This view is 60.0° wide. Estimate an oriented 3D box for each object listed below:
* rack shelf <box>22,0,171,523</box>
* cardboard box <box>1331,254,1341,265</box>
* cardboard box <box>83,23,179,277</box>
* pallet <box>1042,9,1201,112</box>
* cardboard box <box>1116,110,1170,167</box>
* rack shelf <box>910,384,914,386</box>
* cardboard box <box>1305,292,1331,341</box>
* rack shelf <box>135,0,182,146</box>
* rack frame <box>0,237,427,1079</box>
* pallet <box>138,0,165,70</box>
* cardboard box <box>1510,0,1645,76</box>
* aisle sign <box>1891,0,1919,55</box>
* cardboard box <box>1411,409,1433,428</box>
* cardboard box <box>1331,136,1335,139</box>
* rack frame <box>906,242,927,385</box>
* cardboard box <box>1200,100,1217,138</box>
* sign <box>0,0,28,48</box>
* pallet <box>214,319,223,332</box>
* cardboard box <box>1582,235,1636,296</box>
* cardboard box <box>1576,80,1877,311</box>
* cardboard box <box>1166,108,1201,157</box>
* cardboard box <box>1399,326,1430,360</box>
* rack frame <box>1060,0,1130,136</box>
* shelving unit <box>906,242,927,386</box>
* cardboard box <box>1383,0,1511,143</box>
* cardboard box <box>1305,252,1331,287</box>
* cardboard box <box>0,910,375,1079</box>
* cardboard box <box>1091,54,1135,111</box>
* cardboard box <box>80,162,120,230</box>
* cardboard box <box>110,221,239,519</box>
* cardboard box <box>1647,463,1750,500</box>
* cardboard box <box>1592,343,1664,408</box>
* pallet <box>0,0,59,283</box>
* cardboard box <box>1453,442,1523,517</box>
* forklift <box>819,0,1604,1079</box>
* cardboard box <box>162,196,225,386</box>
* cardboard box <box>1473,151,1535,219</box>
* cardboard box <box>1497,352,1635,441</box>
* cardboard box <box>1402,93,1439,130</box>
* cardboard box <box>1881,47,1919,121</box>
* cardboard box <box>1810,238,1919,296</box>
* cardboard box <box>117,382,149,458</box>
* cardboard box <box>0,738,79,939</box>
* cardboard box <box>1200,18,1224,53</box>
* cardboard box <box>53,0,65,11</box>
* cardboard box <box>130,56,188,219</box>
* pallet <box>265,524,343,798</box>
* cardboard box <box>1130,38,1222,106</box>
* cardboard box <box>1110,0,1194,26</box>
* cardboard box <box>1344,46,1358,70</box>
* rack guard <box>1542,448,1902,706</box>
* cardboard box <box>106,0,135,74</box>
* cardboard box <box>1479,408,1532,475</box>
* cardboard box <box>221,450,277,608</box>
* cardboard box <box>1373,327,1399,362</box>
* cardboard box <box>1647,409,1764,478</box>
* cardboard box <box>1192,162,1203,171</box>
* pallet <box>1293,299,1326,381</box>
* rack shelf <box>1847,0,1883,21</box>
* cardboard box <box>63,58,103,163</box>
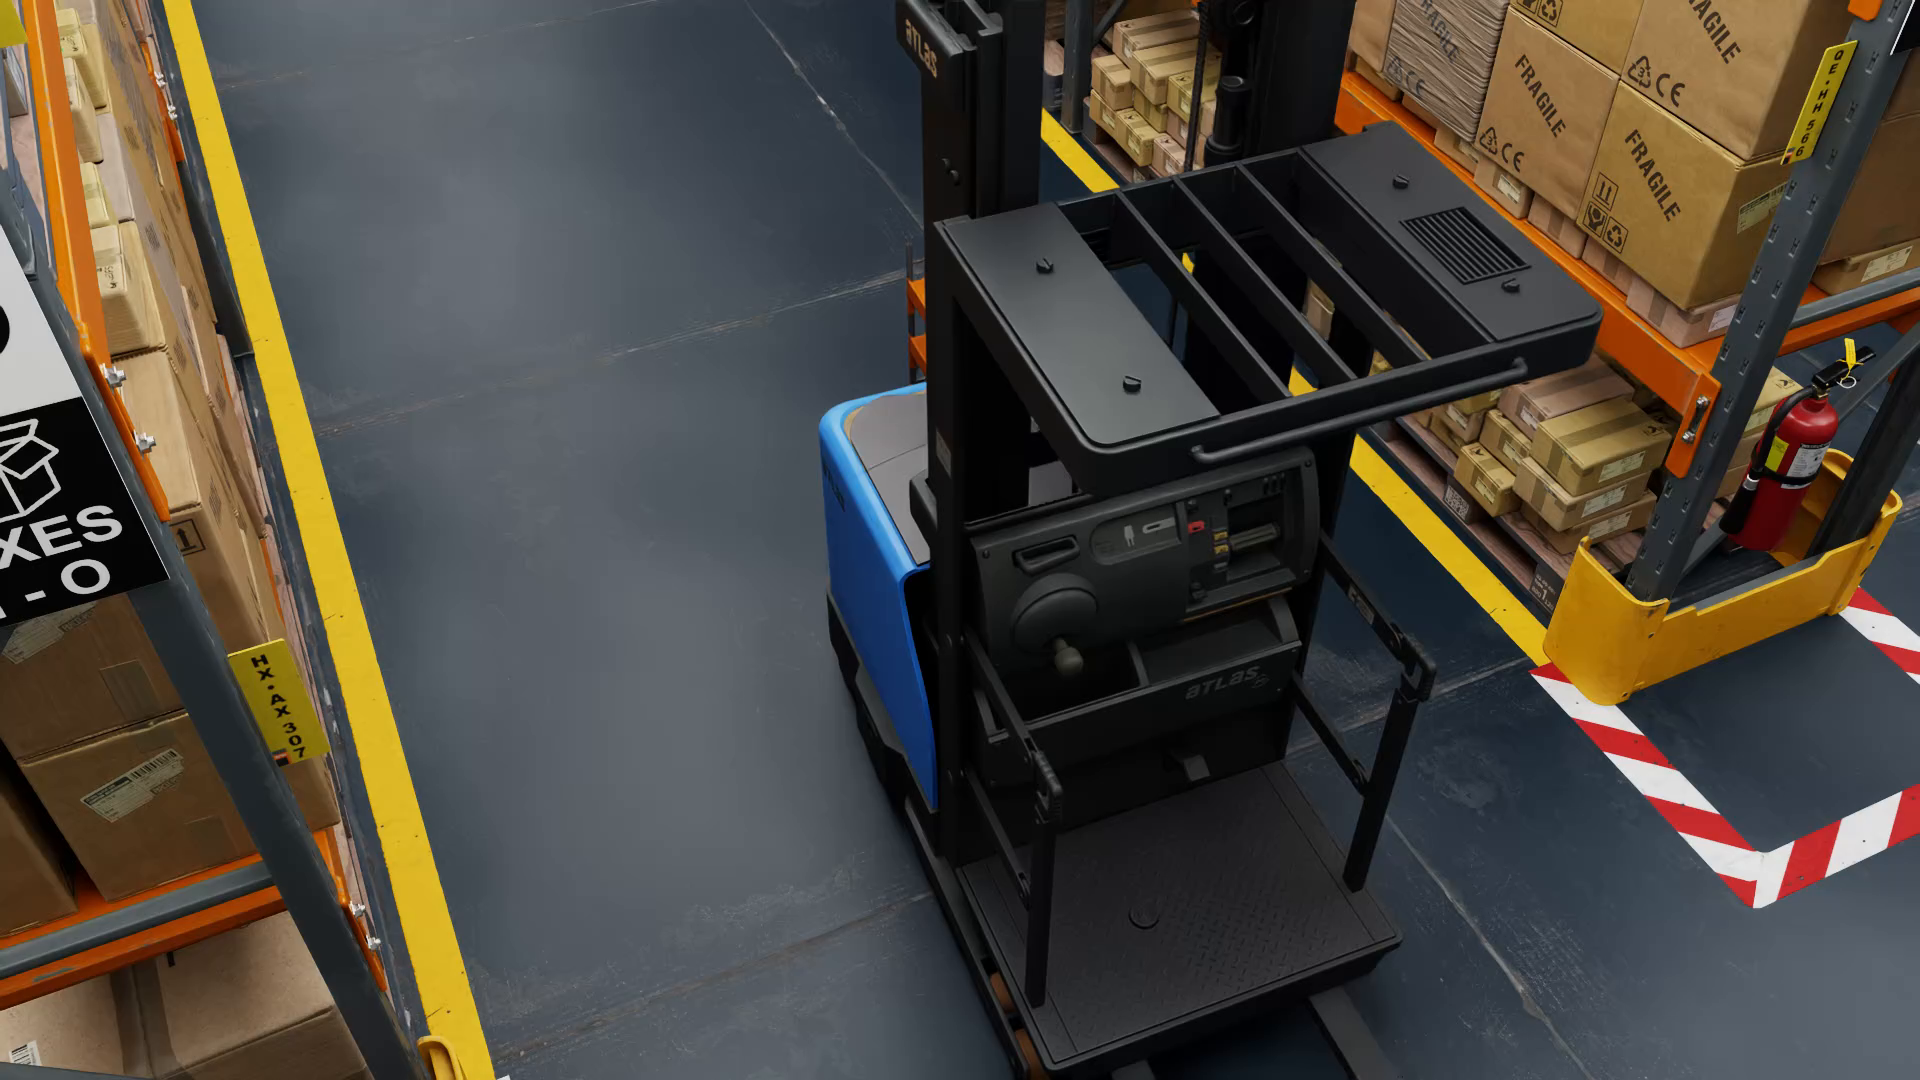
[{"bbox_3d":[-2.624,-1.279,3.787,1.077,0.370,4.000,-18,47,-17],"label":"rack shelf"},{"bbox_3d":[1.710,-1.172,6.609,0.380,0.149,0.250,-20,48,-19],"label":"cardboard box"},{"bbox_3d":[-2.384,-0.945,4.289,0.500,0.500,0.500,-18,47,-17],"label":"cardboard box"},{"bbox_3d":[0.655,-2.772,8.909,1.003,0.211,1.213,-18,47,-17],"label":"pallet"},{"bbox_3d":[0.957,-1.907,7.777,0.380,0.149,0.250,-17,47,-16],"label":"cardboard box"},{"bbox_3d":[0.023,-0.382,5.879,0.258,0.148,0.480,-16,47,-15],"label":"rack shelf"},{"bbox_3d":[1.646,-0.933,6.791,0.380,0.149,0.250,-17,47,-17],"label":"cardboard box"},{"bbox_3d":[-4.306,-2.761,7.424,1.077,0.370,4.000,-18,47,-17],"label":"rack shelf"},{"bbox_3d":[-1.783,0.807,3.297,1.000,3.000,0.127,-18,47,-17],"label":"rack frame"},{"bbox_3d":[-4.884,-2.774,8.911,1.003,0.211,1.213,-18,47,-17],"label":"pallet"},{"bbox_3d":[2.035,-1.758,4.901,0.500,0.500,0.500,-20,48,-19],"label":"cardboard box"},{"bbox_3d":[2.424,-1.510,3.793,0.394,0.787,0.004,-18,47,-17],"label":"aisle sign"},{"bbox_3d":[1.906,-0.609,6.463,0.380,0.149,0.250,-18,47,-17],"label":"cardboard box"},{"bbox_3d":[1.800,-1.722,7.379,0.380,0.149,0.250,-17,47,-16],"label":"cardboard box"},{"bbox_3d":[-0.067,-0.589,5.993,0.240,1.200,0.015,-16,47,-15],"label":"rack frame"},{"bbox_3d":[1.284,-1.835,7.281,0.380,0.149,0.250,-19,48,-18],"label":"cardboard box"},{"bbox_3d":[-1.277,-0.760,2.071,0.100,0.325,0.005,-18,47,-17],"label":"sign"},{"bbox_3d":[-3.858,-1.219,7.335,1.003,0.211,1.213,-18,47,-17],"label":"pallet"},{"bbox_3d":[2.202,-0.924,5.229,0.380,0.149,0.250,-18,47,-17],"label":"cardboard box"},{"bbox_3d":[2.243,-1.071,4.917,0.500,0.500,0.500,-17,47,-17],"label":"cardboard box"},{"bbox_3d":[1.169,-1.904,7.563,0.380,0.149,0.250,-18,47,-18],"label":"cardboard box"},{"bbox_3d":[1.884,-0.817,6.249,0.380,0.149,0.250,-20,48,-19],"label":"cardboard box"},{"bbox_3d":[0.984,-3.268,7.427,1.000,3.000,0.127,-18,47,-17],"label":"rack frame"},{"bbox_3d":[0.023,-0.430,5.831,0.258,1.200,0.503,-16,47,-15],"label":"shelving unit"},{"bbox_3d":[1.809,-1.721,5.576,0.500,0.500,0.500,-18,47,-17],"label":"cardboard box"},{"bbox_3d":[1.503,-1.205,6.855,0.380,0.149,0.250,-18,47,-17],"label":"cardboard box"},{"bbox_3d":[-2.151,1.178,4.445,0.875,0.438,0.875,-20,48,-19],"label":"cardboard box"},{"bbox_3d":[0.846,-2.183,7.846,0.380,0.149,0.250,-16,47,-16],"label":"cardboard box"},{"bbox_3d":[-1.988,-0.631,3.509,0.380,0.149,0.250,-19,48,-19],"label":"cardboard box"},{"bbox_3d":[-1.950,-0.302,3.637,0.500,0.500,0.500,-19,48,-18],"label":"cardboard box"},{"bbox_3d":[2.736,-0.283,6.131,0.380,0.149,0.250,-17,47,-17],"label":"cardboard box"},{"bbox_3d":[2.529,-0.640,6.070,0.380,0.149,0.250,-17,47,-17],"label":"cardboard box"},{"bbox_3d":[-2.104,-0.699,2.750,1.003,0.211,1.213,-18,47,-17],"label":"pallet"},{"bbox_3d":[2.055,-0.262,6.111,0.380,0.149,0.250,-17,47,-16],"label":"cardboard box"},{"bbox_3d":[0.561,0.149,4.012,1.130,2.935,3.031,-16,47,-15],"label":"forklift"},{"bbox_3d":[-2.386,-0.577,4.628,0.500,0.500,0.500,-17,47,-16],"label":"cardboard box"},{"bbox_3d":[1.954,-1.235,5.545,0.380,0.149,0.250,-17,47,-16],"label":"cardboard box"},{"bbox_3d":[2.160,-0.505,5.934,0.380,0.149,0.250,-17,47,-17],"label":"cardboard box"},{"bbox_3d":[1.810,-1.601,5.916,0.380,0.149,0.250,-20,48,-19],"label":"cardboard box"},{"bbox_3d":[2.718,-1.581,4.722,0.500,0.500,0.500,-18,47,-18],"label":"cardboard box"},{"bbox_3d":[2.827,-0.933,5.239,0.380,0.149,0.250,-18,48,-18],"label":"cardboard box"},{"bbox_3d":[-1.681,-0.124,2.995,0.380,0.149,0.250,-17,47,-17],"label":"cardboard box"},{"bbox_3d":[-2.226,0.542,3.494,0.500,0.500,0.500,-18,47,-17],"label":"cardboard box"},{"bbox_3d":[1.370,-2.465,7.920,0.380,0.149,0.250,-17,47,-16],"label":"cardboard box"},{"bbox_3d":[-2.450,-1.277,4.163,0.380,0.149,0.250,-18,47,-17],"label":"cardboard box"},{"bbox_3d":[-2.817,-1.231,5.291,0.500,0.500,0.500,-19,48,-18],"label":"cardboard box"},{"bbox_3d":[-2.699,0.537,5.556,1.003,0.211,1.213,-18,47,-17],"label":"pallet"},{"bbox_3d":[1.003,-2.141,7.592,0.380,0.149,0.250,-16,47,-15],"label":"cardboard box"},{"bbox_3d":[0.914,-3.077,8.714,0.500,0.500,0.500,-16,47,-16],"label":"cardboard box"},{"bbox_3d":[1.559,-1.920,6.239,0.380,0.149,0.250,-16,47,-16],"label":"cardboard box"},{"bbox_3d":[2.634,0.122,5.770,1.175,0.500,0.348,-18,47,-17],"label":"rack guard"},{"bbox_3d":[-2.810,-1.589,4.941,0.500,0.500,0.500,-19,48,-18],"label":"cardboard box"},{"bbox_3d":[2.124,-0.394,6.033,0.380,0.149,0.250,-19,48,-18],"label":"cardboard box"},{"bbox_3d":[-1.962,0.066,3.976,0.500,0.500,0.500,-19,48,-18],"label":"cardboard box"},{"bbox_3d":[1.735,-0.869,6.514,0.380,0.149,0.250,-17,47,-17],"label":"cardboard box"},{"bbox_3d":[2.678,-0.370,6.008,0.380,0.149,0.250,-16,47,-16],"label":"cardboard box"},{"bbox_3d":[1.261,-1.617,7.483,0.380,0.149,0.250,-19,48,-18],"label":"cardboard box"},{"bbox_3d":[1.815,-1.080,7.194,1.003,0.211,1.213,-18,47,-17],"label":"pallet"},{"bbox_3d":[1.825,-2.806,5.334,1.077,0.370,4.000,-18,47,-17],"label":"rack shelf"},{"bbox_3d":[-2.213,-0.955,3.837,0.380,0.149,0.250,-18,47,-17],"label":"cardboard box"}]
